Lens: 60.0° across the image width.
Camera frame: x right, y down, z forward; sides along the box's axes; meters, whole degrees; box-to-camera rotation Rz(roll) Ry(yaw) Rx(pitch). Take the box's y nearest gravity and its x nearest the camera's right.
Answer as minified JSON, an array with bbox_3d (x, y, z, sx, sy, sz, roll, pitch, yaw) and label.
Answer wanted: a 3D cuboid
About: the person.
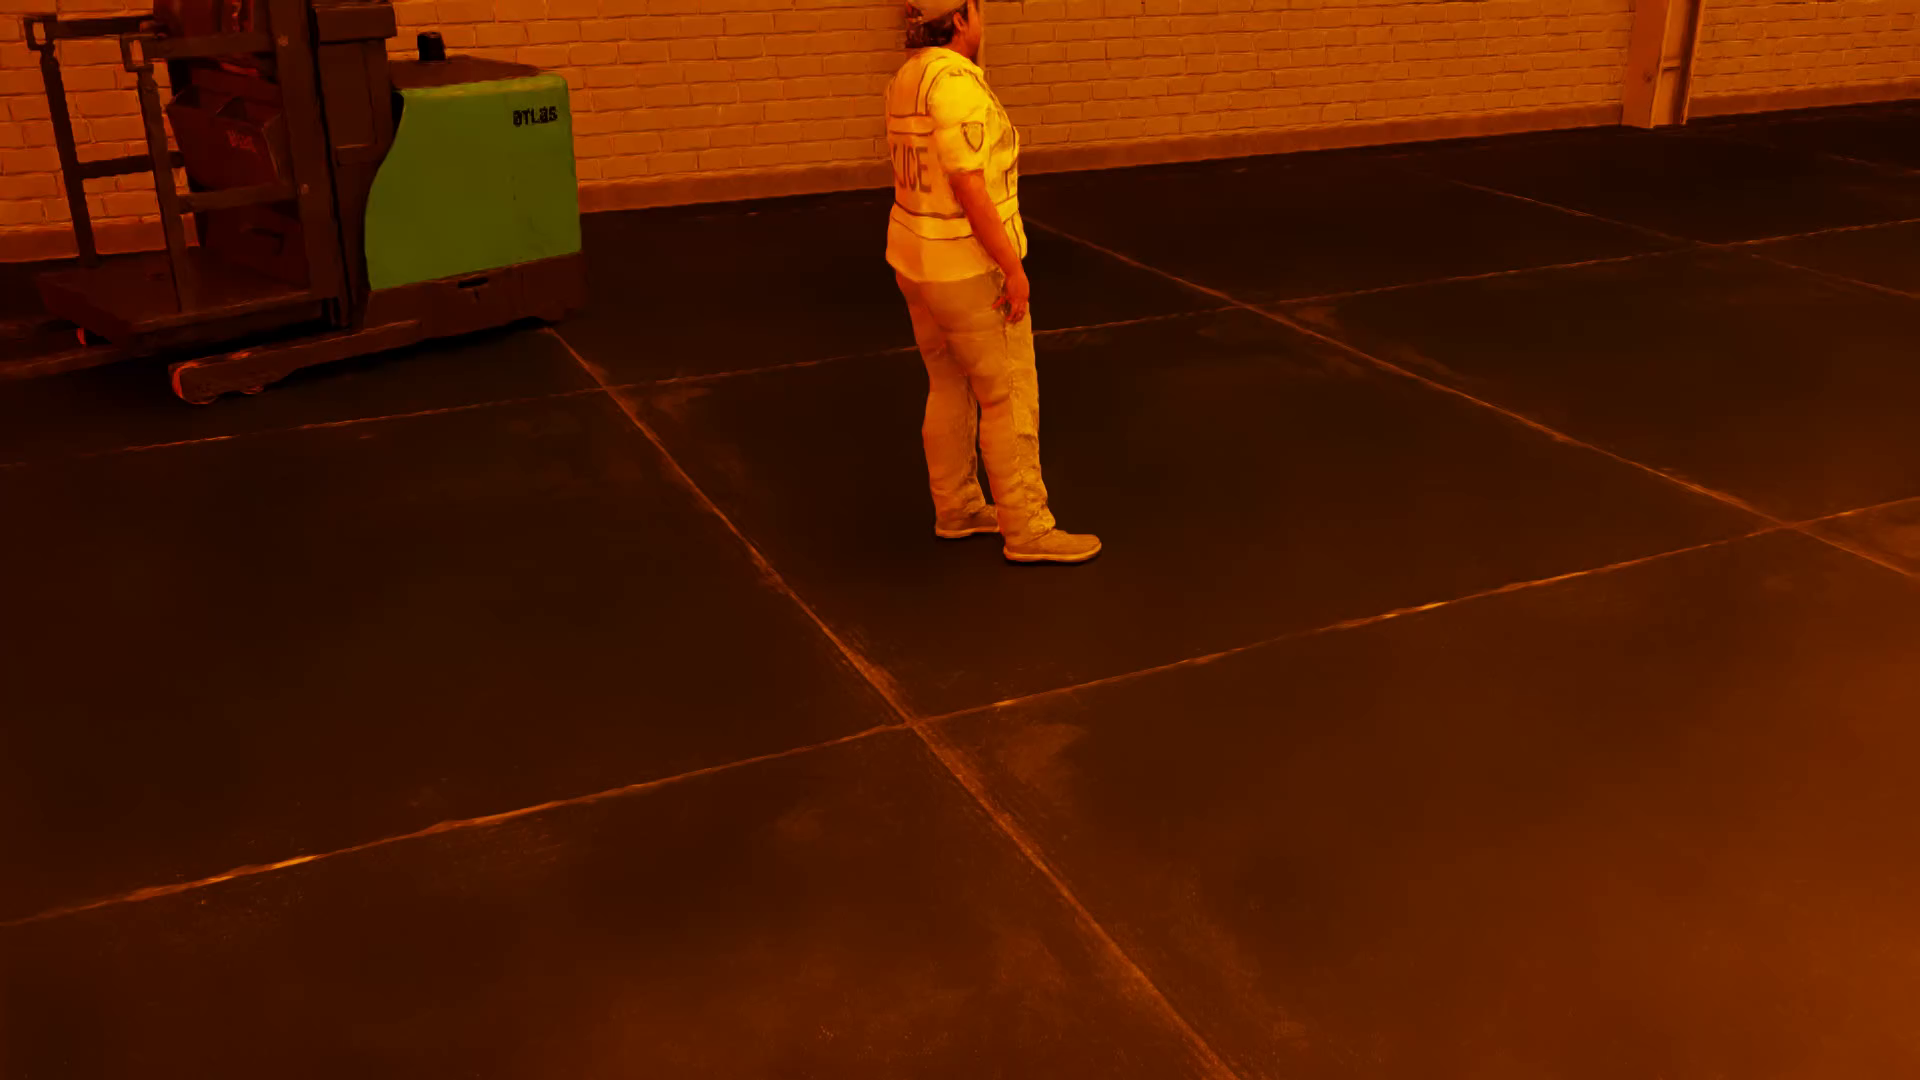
[{"bbox_3d":[0.079,-0.781,4.795,0.529,1.669,0.598,-10,25,-23],"label":"person"}]

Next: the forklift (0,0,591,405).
[{"bbox_3d":[-3.063,-2.089,6.315,1.130,2.935,3.031,21,30,41],"label":"forklift"}]
